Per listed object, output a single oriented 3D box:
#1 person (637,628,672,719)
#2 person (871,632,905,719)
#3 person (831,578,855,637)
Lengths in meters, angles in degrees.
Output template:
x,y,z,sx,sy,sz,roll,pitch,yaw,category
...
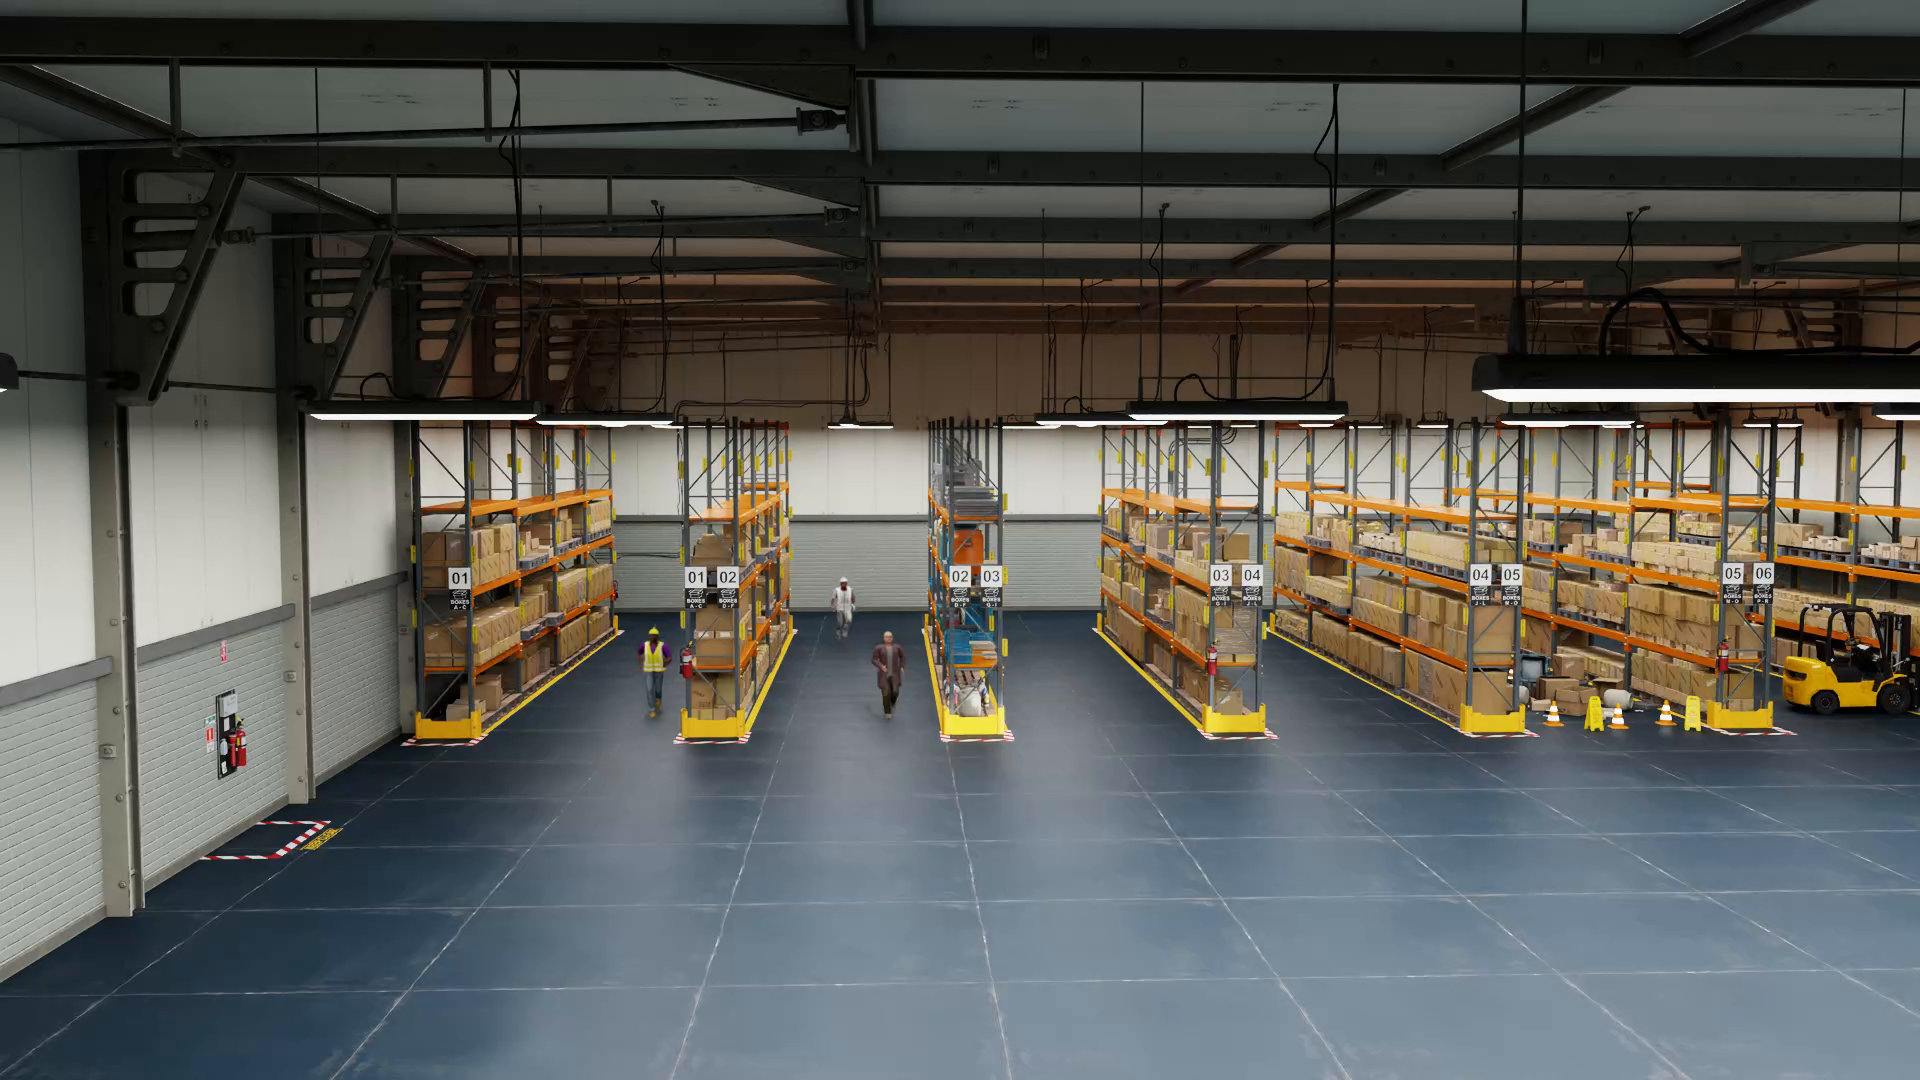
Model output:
x,y,z,sx,sy,sz,roll,pitch,yaw,category
-6.174,2.662,33.558,0.699,1.766,0.927,0,4,-8,person
-1.413,2.697,33.145,0.705,1.737,0.631,-1,4,-10,person
-3.110,1.795,44.363,0.676,1.613,0.844,-1,4,-15,person
